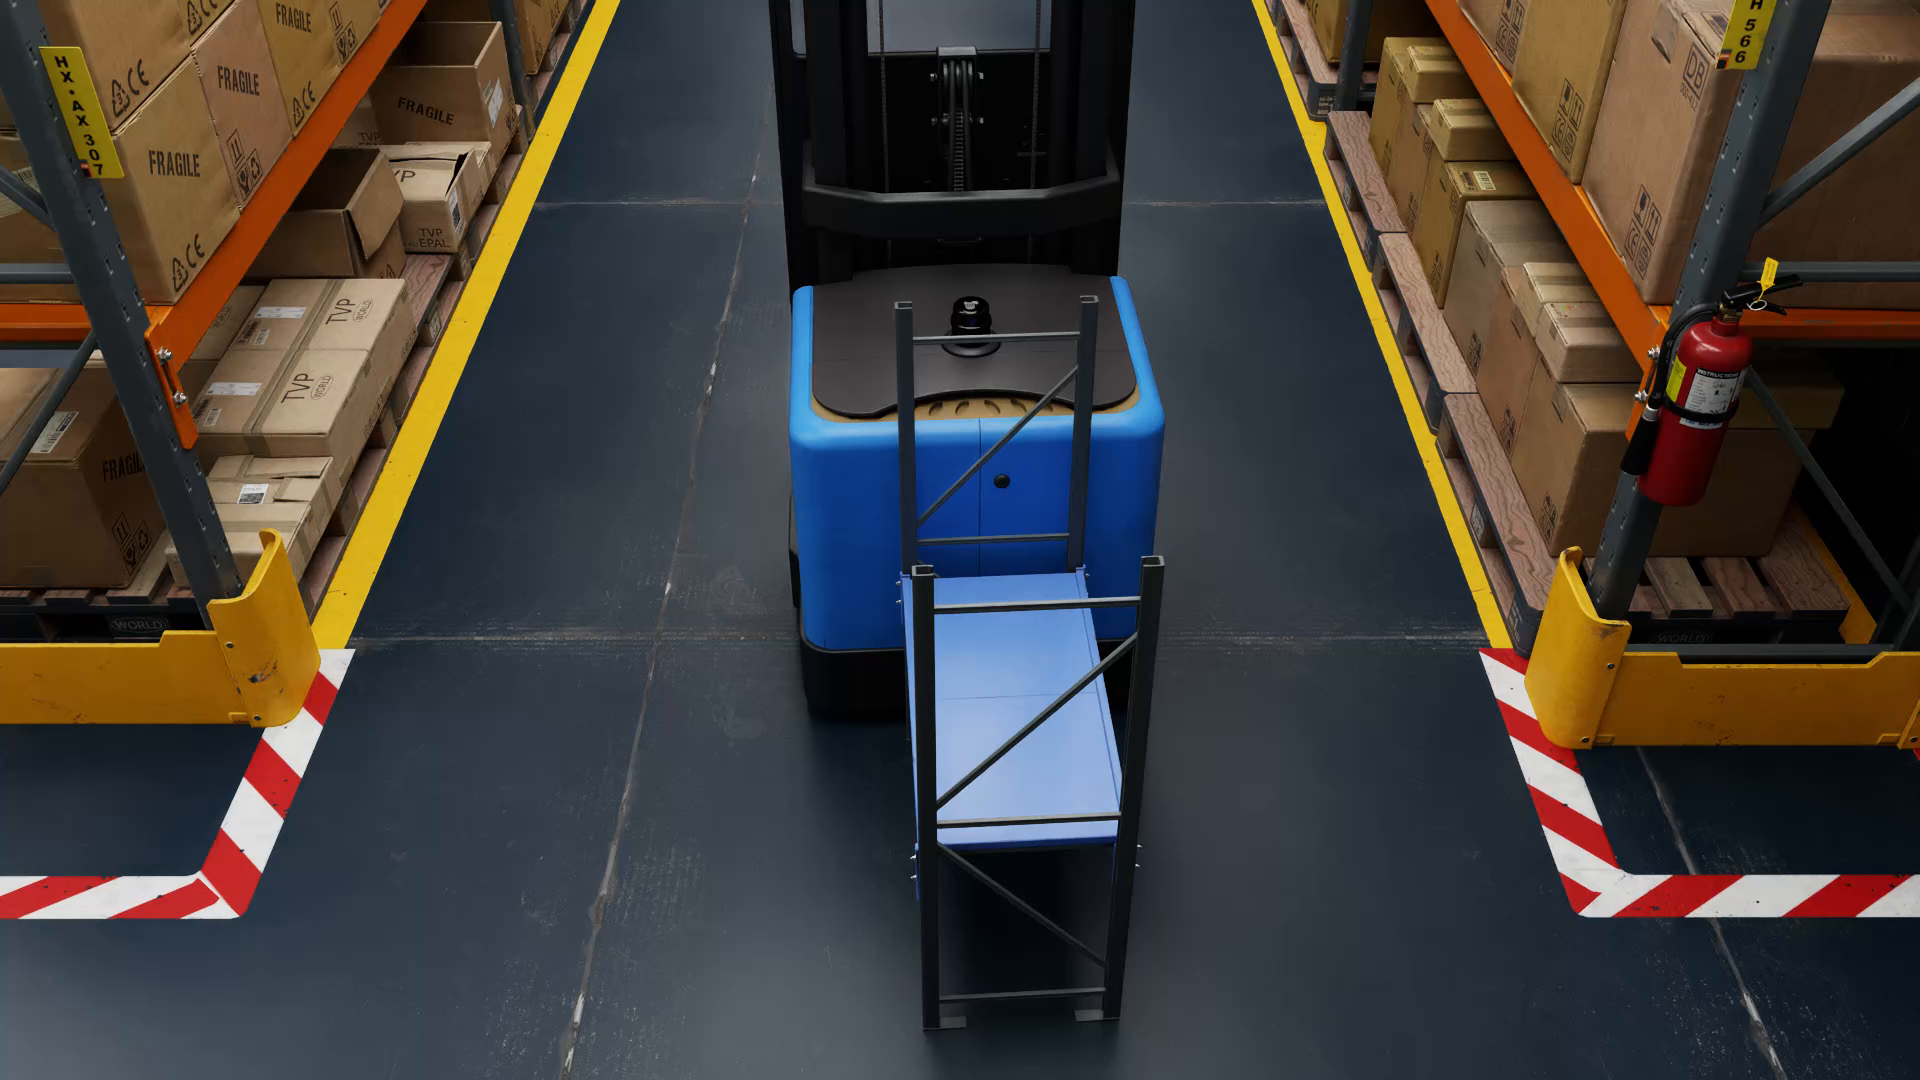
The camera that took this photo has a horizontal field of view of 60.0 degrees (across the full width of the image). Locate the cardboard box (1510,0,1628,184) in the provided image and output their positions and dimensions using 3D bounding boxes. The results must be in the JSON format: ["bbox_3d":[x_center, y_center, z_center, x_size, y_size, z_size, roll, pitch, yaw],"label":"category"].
[{"bbox_3d":[2.324,-1.559,5.057,0.980,0.700,0.700,0,39,0],"label":"cardboard box"}]

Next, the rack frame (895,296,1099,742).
[{"bbox_3d":[0.090,0.001,4.549,0.500,1.500,0.032,-2,39,-3],"label":"rack frame"}]

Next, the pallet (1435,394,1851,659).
[{"bbox_3d":[2.267,-0.080,5.681,1.003,0.211,1.213,0,39,0],"label":"pallet"}]

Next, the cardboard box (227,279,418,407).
[{"bbox_3d":[-2.326,-0.727,6.105,0.500,0.250,0.500,0,39,0],"label":"cardboard box"}]

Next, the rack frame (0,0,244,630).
[{"bbox_3d":[-2.607,-0.662,4.178,1.000,3.000,0.127,0,39,0],"label":"rack frame"}]

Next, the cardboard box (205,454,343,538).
[{"bbox_3d":[-2.265,-0.147,5.448,0.380,0.166,0.250,0,39,0],"label":"cardboard box"}]

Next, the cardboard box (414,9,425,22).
[{"bbox_3d":[-2.899,-2.668,8.328,0.500,0.500,0.500,0,39,0],"label":"cardboard box"}]

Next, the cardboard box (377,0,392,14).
[{"bbox_3d":[-2.350,-2.247,6.075,0.500,0.500,0.500,1,39,1],"label":"cardboard box"}]

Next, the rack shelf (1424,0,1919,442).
[{"bbox_3d":[2.344,-1.638,5.971,1.077,0.370,4.000,0,39,0],"label":"rack shelf"}]

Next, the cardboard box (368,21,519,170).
[{"bbox_3d":[-2.328,-2.004,7.499,0.500,0.500,0.500,0,39,0],"label":"cardboard box"}]

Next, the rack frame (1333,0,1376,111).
[{"bbox_3d":[2.342,-3.170,7.307,1.000,3.000,0.127,0,39,0],"label":"rack frame"}]

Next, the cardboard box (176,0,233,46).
[{"bbox_3d":[-2.352,-1.696,4.588,0.500,0.500,0.500,0,39,0],"label":"cardboard box"}]

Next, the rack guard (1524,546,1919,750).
[{"bbox_3d":[2.346,0.322,4.948,1.175,0.500,0.348,0,39,0],"label":"rack guard"}]

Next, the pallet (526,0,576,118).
[{"bbox_3d":[-2.651,-2.584,8.806,1.003,0.211,1.213,0,39,0],"label":"pallet"}]

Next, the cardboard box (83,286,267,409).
[{"bbox_3d":[-2.826,-0.695,6.066,0.500,0.250,0.500,0,39,0],"label":"cardboard box"}]

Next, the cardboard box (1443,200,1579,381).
[{"bbox_3d":[2.244,-0.922,6.165,0.700,0.500,0.500,-1,39,-2],"label":"cardboard box"}]

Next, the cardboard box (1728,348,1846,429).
[{"bbox_3d":[2.446,-0.469,5.082,0.380,0.149,0.250,0,39,0],"label":"cardboard box"}]

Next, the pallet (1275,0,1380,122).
[{"bbox_3d":[2.265,-2.564,8.781,1.003,0.211,1.213,0,39,0],"label":"pallet"}]

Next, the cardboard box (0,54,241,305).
[{"bbox_3d":[-2.344,-0.979,4.493,0.500,0.500,0.500,1,39,1],"label":"cardboard box"}]

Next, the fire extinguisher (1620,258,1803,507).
[{"bbox_3d":[1.885,-0.398,4.208,0.296,0.674,0.183,0,39,0],"label":"fire extinguisher"}]

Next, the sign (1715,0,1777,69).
[{"bbox_3d":[1.804,-1.221,3.759,0.100,0.325,0.005,0,39,0],"label":"sign"}]

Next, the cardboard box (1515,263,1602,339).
[{"bbox_3d":[2.062,-0.788,5.478,0.380,0.149,0.250,1,39,1],"label":"cardboard box"}]

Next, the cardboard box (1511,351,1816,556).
[{"bbox_3d":[2.245,-0.294,5.382,0.700,0.500,0.500,0,39,0],"label":"cardboard box"}]

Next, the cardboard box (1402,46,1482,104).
[{"bbox_3d":[2.058,-1.929,6.903,0.380,0.149,0.250,1,39,1],"label":"cardboard box"}]

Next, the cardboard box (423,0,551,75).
[{"bbox_3d":[-2.369,-2.663,8.321,0.500,0.500,0.500,-2,39,-2],"label":"cardboard box"}]

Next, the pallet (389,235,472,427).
[{"bbox_3d":[-2.608,-0.881,6.681,1.003,0.211,1.213,0,39,0],"label":"pallet"}]

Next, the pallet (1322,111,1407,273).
[{"bbox_3d":[2.264,-1.606,7.585,1.003,0.211,1.213,0,39,0],"label":"pallet"}]

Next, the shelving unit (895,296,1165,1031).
[{"bbox_3d":[0.122,0.319,4.153,0.538,1.500,1.048,-2,39,-3],"label":"shelving unit"}]

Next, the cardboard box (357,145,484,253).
[{"bbox_3d":[-2.327,-1.461,6.973,0.500,0.311,0.500,0,39,0],"label":"cardboard box"}]

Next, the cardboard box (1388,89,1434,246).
[{"bbox_3d":[2.237,-1.576,6.981,0.700,0.500,0.500,0,39,-1],"label":"cardboard box"}]

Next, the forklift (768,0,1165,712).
[{"bbox_3d":[-0.039,-1.534,5.320,1.130,2.935,3.031,-2,39,-3],"label":"forklift"}]

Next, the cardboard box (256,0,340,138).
[{"bbox_3d":[-2.348,-1.616,5.287,0.500,0.500,0.500,0,39,0],"label":"cardboard box"}]
